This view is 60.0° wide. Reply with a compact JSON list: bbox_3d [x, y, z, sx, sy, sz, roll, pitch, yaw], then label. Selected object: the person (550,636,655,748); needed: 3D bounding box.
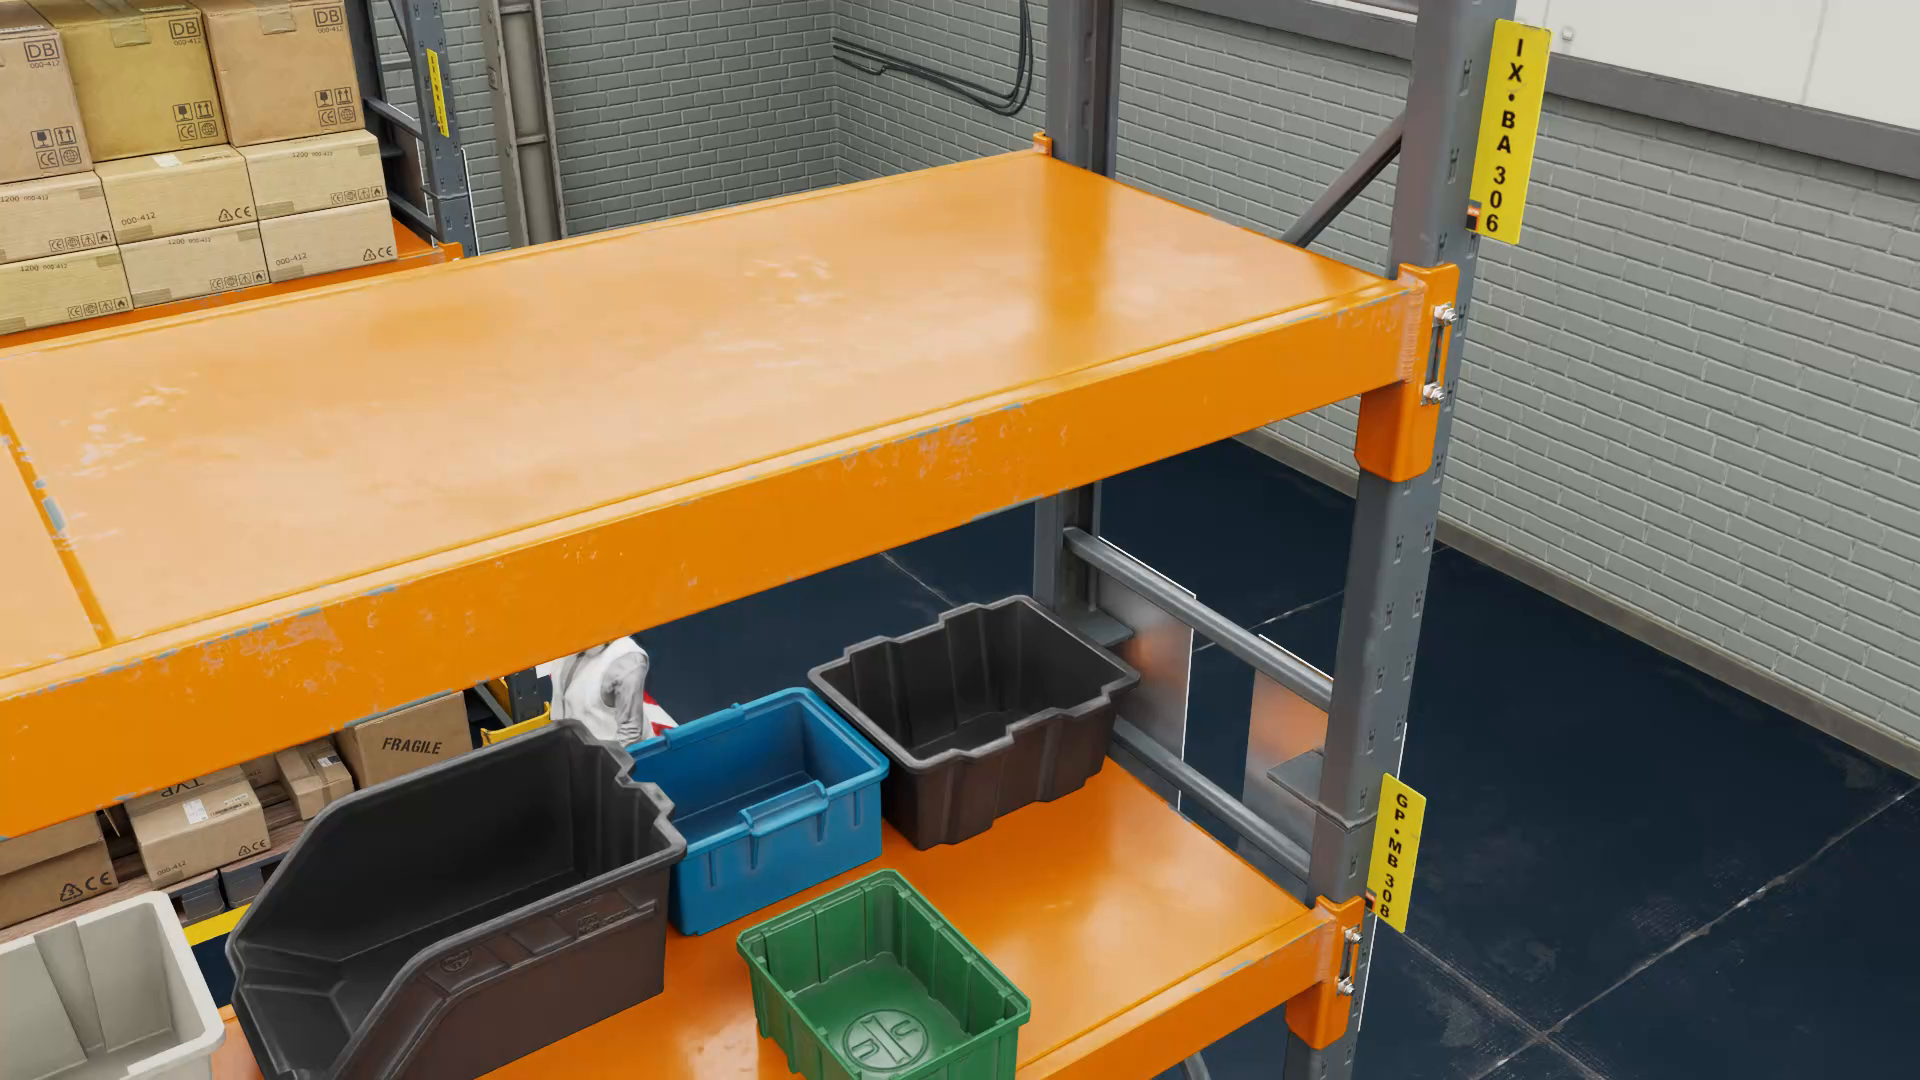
[{"bbox_3d":[-1.535,0.926,6.936,0.580,1.774,0.865,21,35,34],"label":"person"}]
